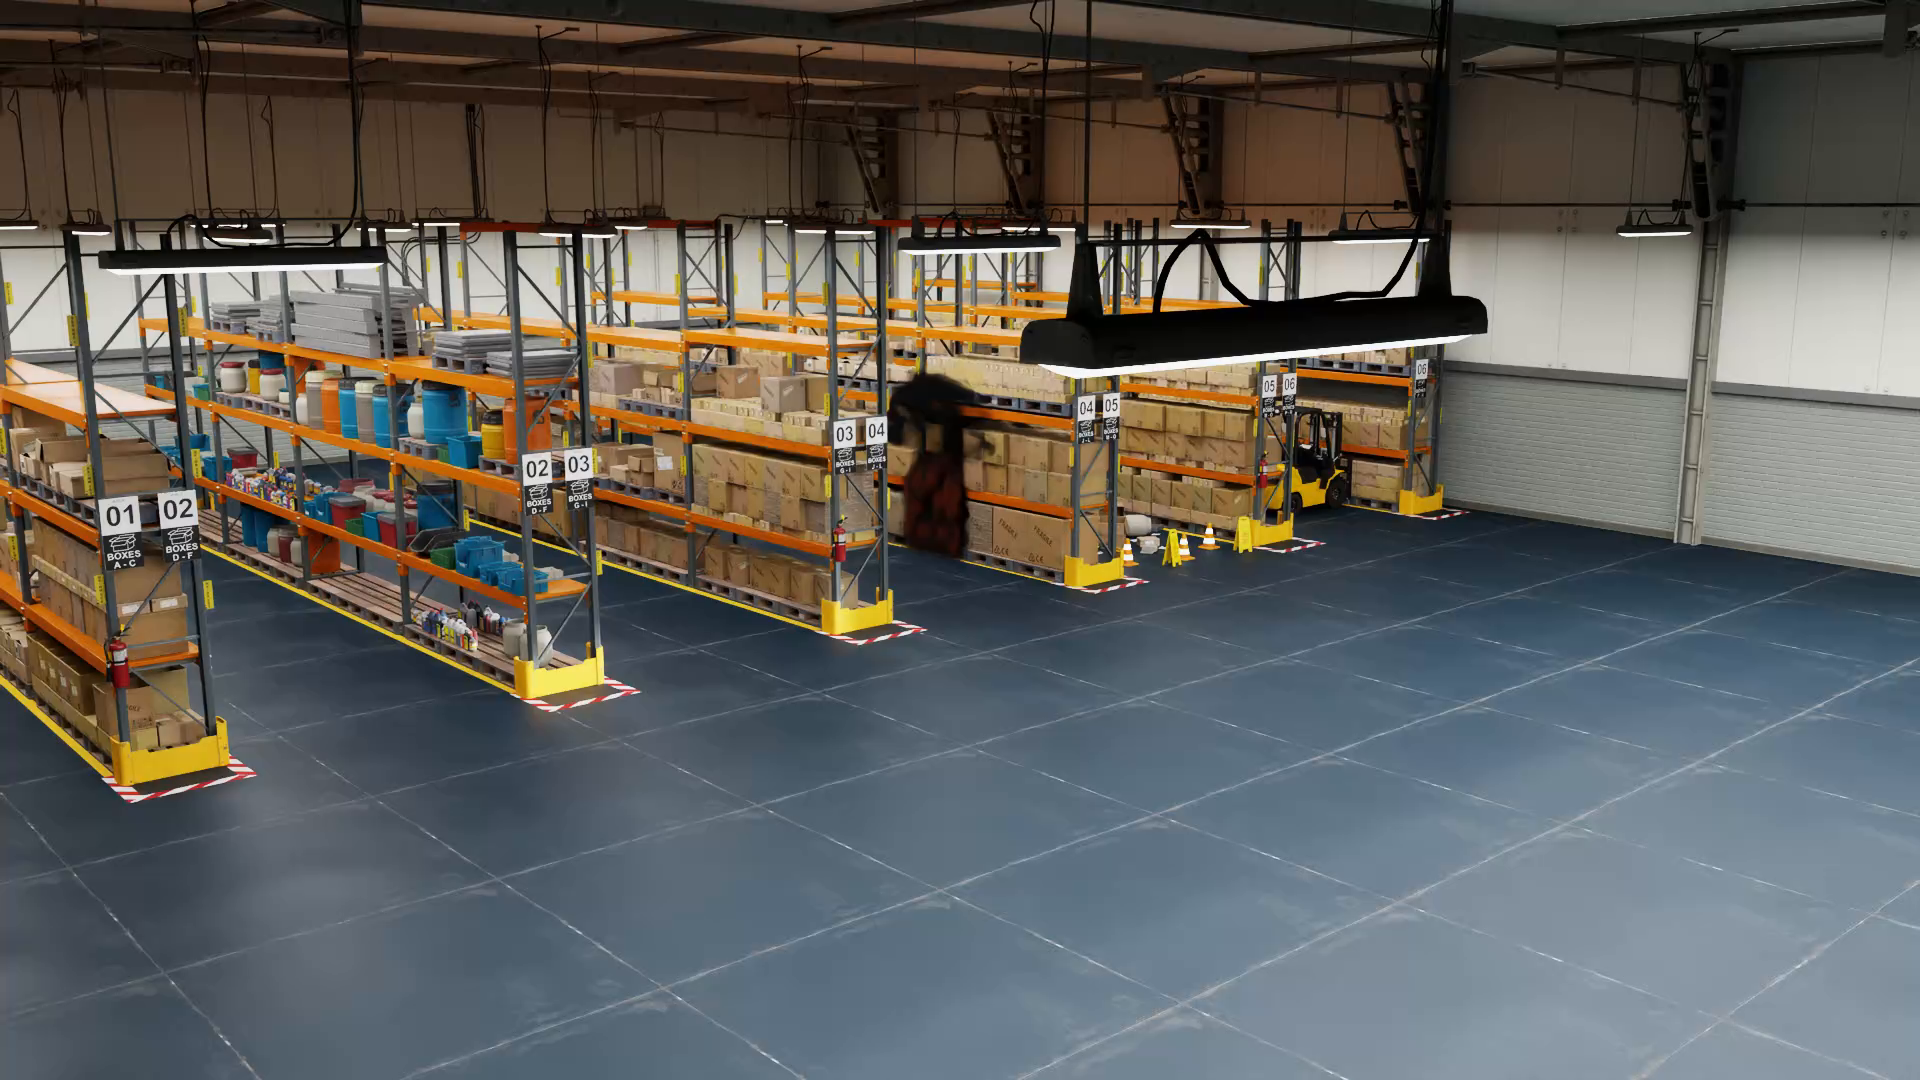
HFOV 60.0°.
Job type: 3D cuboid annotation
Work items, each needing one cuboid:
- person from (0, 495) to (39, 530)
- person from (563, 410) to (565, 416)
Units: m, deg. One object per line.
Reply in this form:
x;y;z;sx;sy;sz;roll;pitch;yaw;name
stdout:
-17.544;-0.702;31.068;0.619;1.694;0.742;7;14;32;person
-8.938;-2.158;38.201;0.709;1.726;0.653;-8;14;-34;person
